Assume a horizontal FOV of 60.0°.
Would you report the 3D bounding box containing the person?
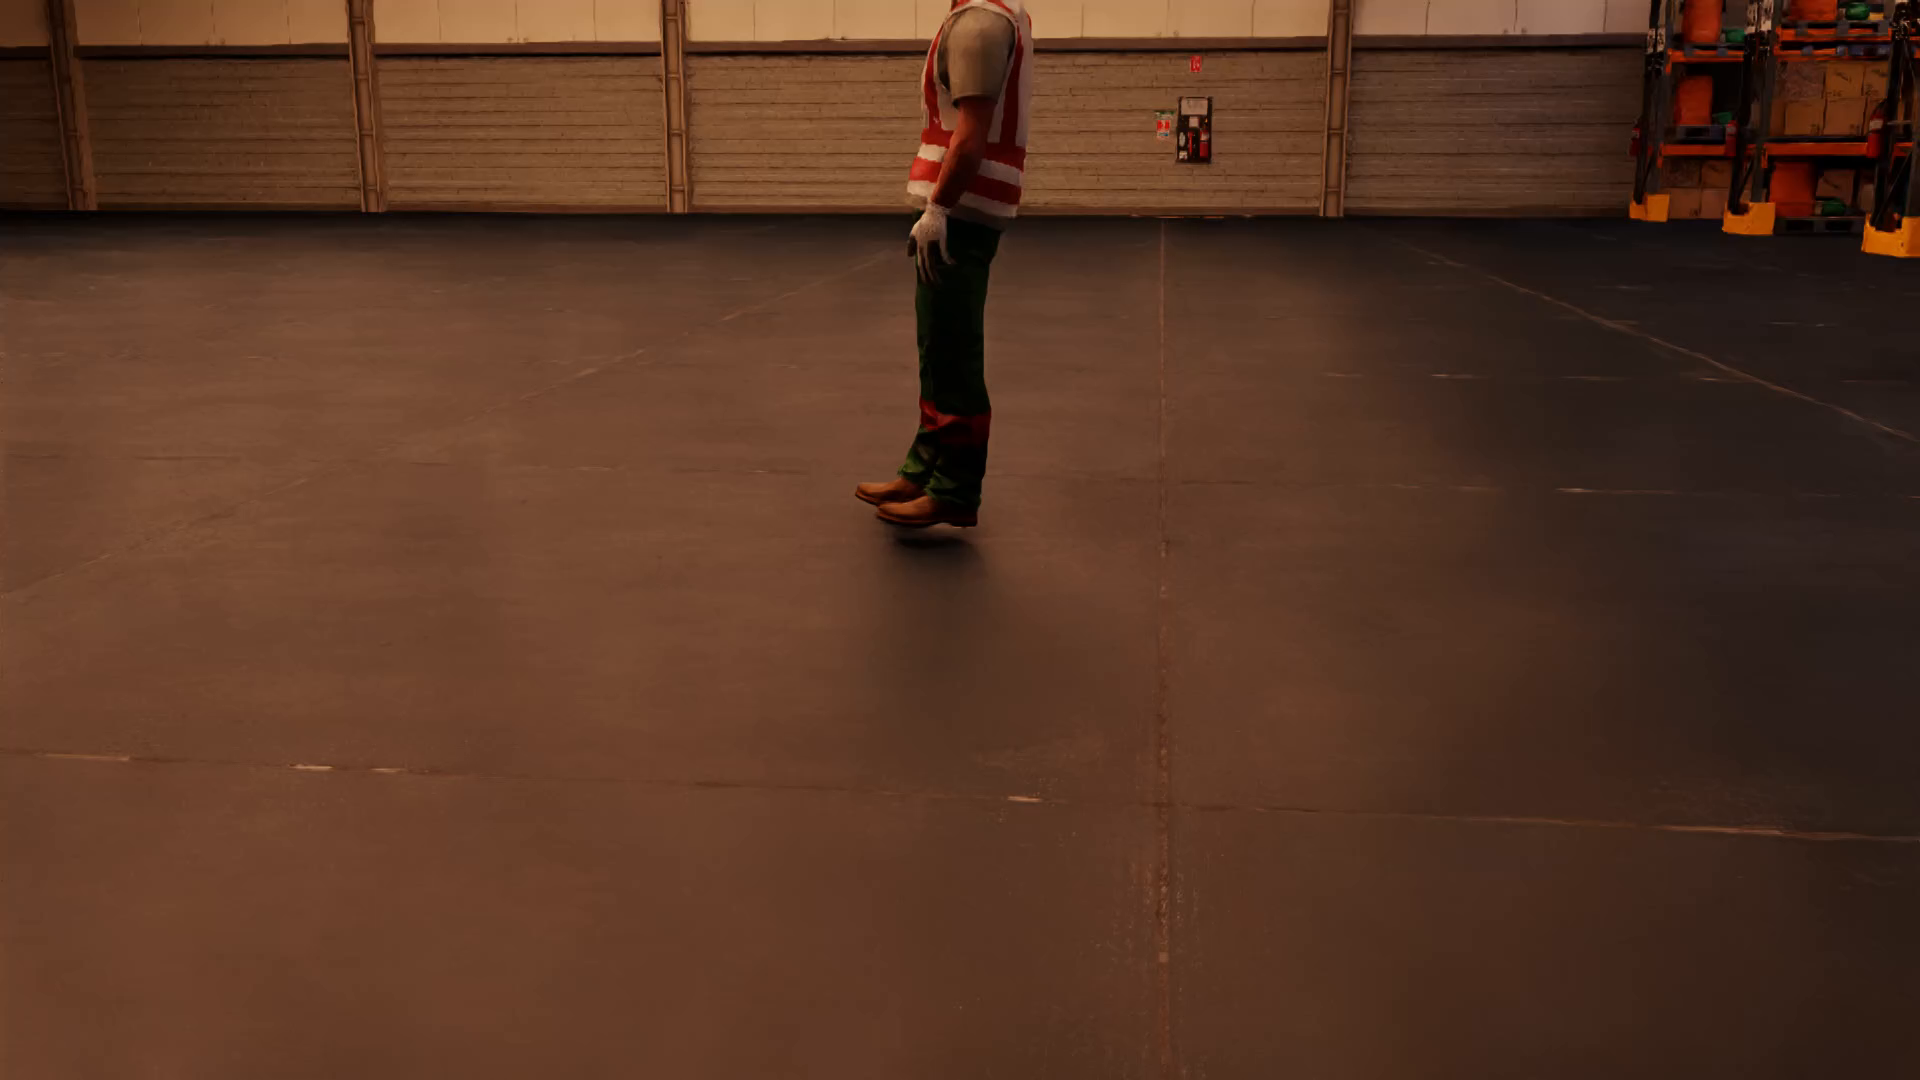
[{"bbox_3d":[-0.078,-0.921,4.752,0.563,1.787,0.637,2,13,7],"label":"person"}]
